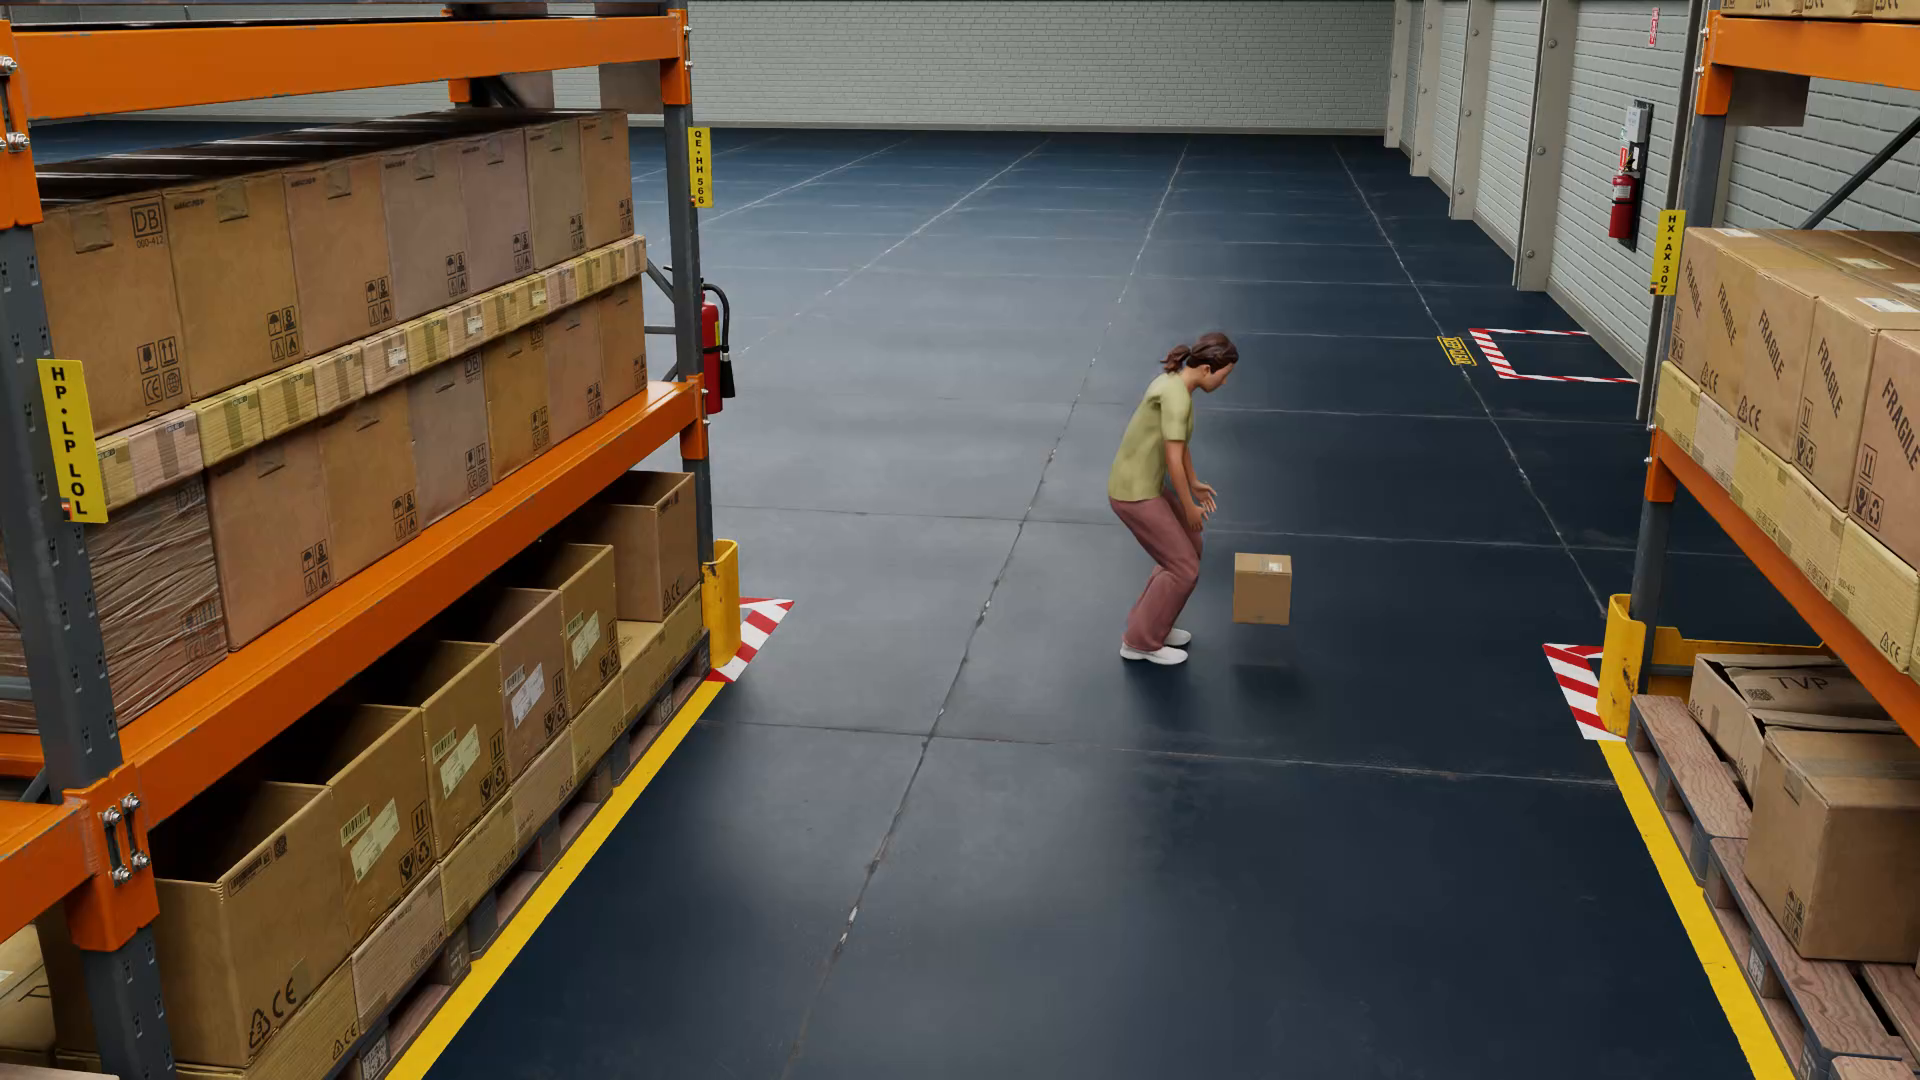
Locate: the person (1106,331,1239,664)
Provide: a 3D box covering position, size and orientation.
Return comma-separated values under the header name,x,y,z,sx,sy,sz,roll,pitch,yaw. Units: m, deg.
name,x,y,z,sx,sy,sz,roll,pitch,yaw
person,0.943,-0.205,7.498,0.554,1.493,0.502,3,18,10
